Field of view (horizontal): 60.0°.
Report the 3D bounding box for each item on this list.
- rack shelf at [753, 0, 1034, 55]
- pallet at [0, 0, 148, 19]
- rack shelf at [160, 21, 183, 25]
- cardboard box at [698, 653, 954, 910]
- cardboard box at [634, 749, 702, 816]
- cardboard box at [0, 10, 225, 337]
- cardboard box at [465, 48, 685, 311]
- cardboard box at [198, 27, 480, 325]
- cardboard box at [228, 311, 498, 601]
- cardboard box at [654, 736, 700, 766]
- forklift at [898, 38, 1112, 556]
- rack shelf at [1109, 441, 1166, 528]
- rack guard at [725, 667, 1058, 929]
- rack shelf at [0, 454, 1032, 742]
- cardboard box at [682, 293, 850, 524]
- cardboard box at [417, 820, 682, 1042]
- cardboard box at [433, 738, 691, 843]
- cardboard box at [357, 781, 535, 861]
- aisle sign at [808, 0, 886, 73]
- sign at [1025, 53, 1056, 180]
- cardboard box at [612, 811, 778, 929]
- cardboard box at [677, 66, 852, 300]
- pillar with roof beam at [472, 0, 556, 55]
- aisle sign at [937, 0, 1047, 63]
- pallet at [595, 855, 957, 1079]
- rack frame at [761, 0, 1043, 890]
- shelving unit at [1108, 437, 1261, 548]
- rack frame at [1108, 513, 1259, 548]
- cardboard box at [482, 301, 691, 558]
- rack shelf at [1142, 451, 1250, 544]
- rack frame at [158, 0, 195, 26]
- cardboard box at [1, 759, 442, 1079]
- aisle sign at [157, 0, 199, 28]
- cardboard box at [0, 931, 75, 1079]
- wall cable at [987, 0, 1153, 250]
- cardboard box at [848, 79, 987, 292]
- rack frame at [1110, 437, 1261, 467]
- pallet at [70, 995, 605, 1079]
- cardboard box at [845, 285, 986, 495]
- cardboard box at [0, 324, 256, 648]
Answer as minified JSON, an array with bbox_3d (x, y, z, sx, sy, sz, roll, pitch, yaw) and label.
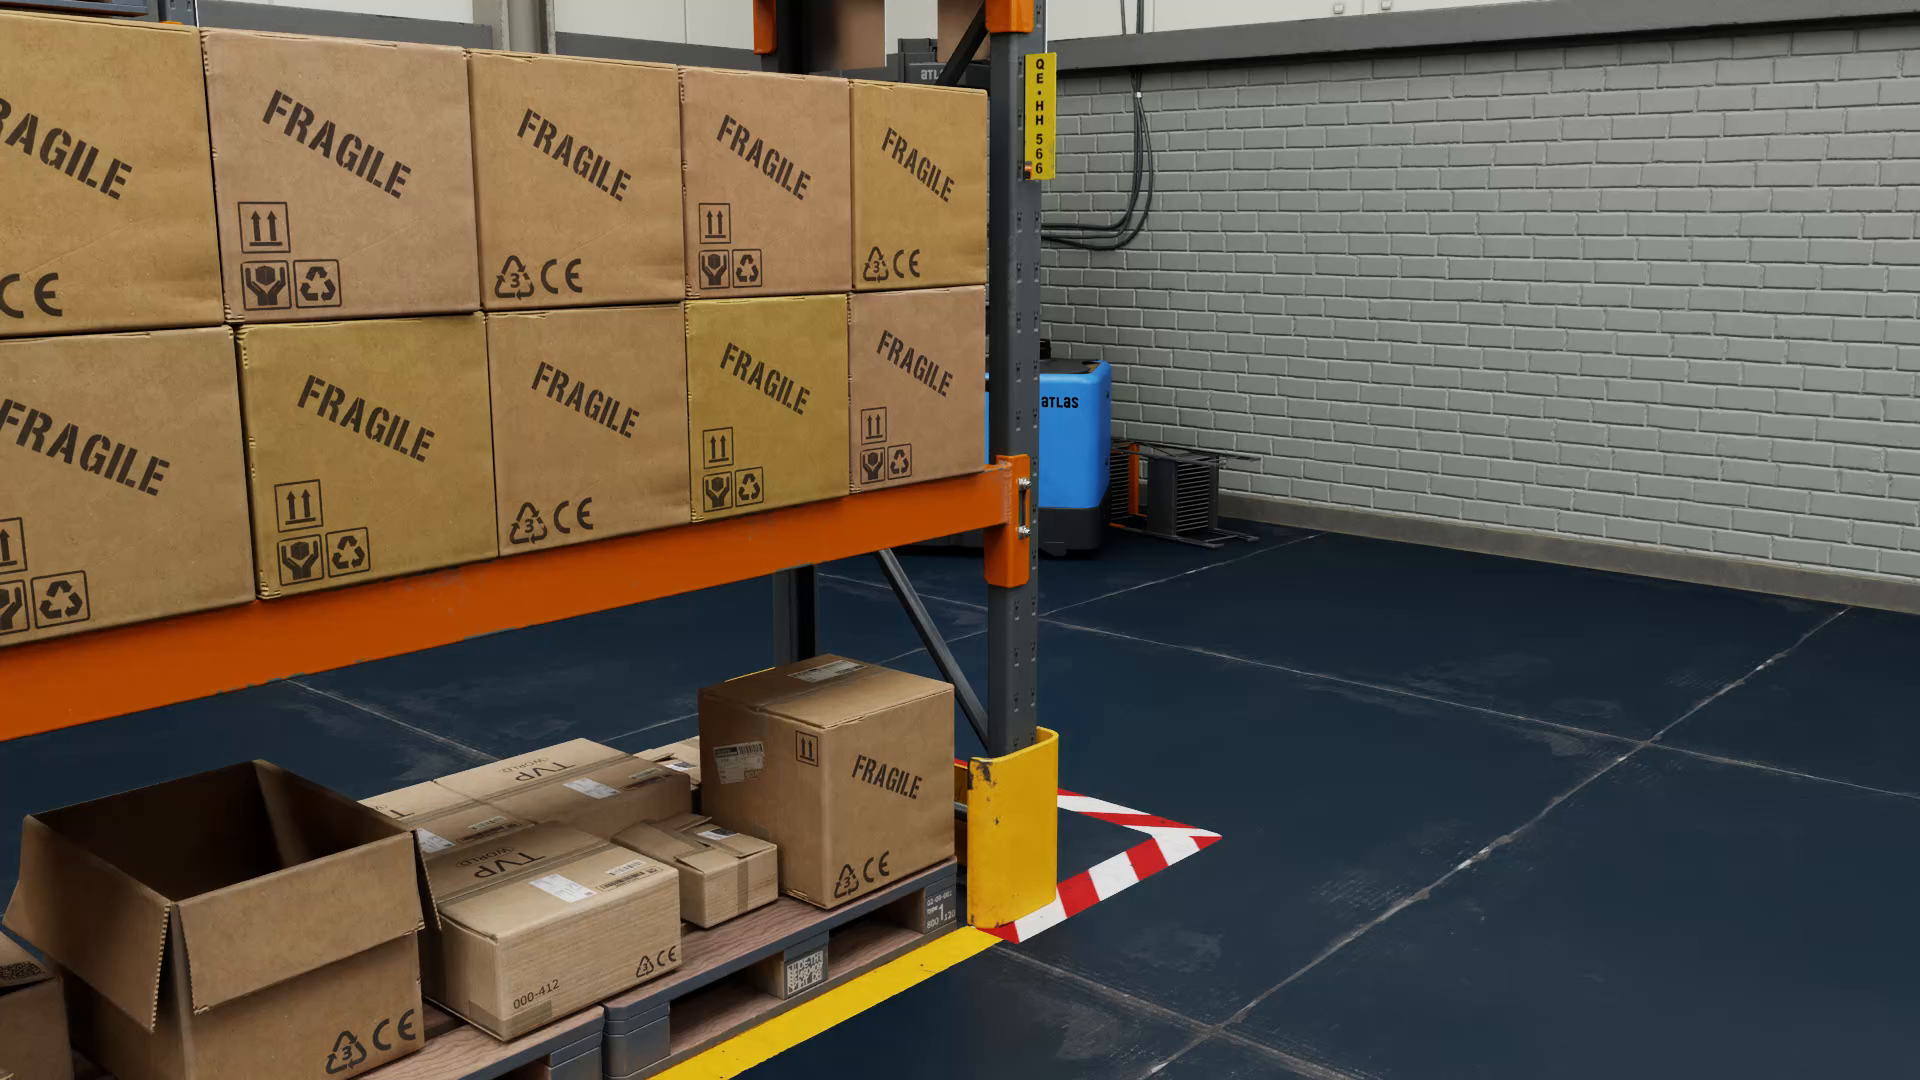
[{"bbox_3d":[-1.510,-1.302,3.247,1.077,0.370,4.000,10,15,40],"label":"rack shelf"},{"bbox_3d":[-4.395,-2.434,7.310,1.003,0.211,1.213,10,15,40],"label":"pallet"},{"bbox_3d":[-5.234,-1.941,6.451,1.077,0.370,4.000,10,15,40],"label":"rack shelf"},{"bbox_3d":[-0.364,0.644,4.586,0.500,0.500,0.500,10,15,40],"label":"cardboard box"},{"bbox_3d":[-0.890,0.750,4.908,0.380,0.166,0.250,10,15,40],"label":"cardboard box"},{"bbox_3d":[-1.628,-0.613,2.813,0.500,0.500,0.500,9,15,39],"label":"cardboard box"},{"bbox_3d":[-0.949,-0.765,3.573,0.500,0.500,0.500,10,15,42],"label":"cardboard box"},{"bbox_3d":[-1.288,-0.689,3.194,0.500,0.500,0.500,10,15,42],"label":"cardboard box"},{"bbox_3d":[-1.287,-0.202,3.309,0.500,0.500,0.500,9,15,40],"label":"cardboard box"},{"bbox_3d":[-0.725,0.722,5.094,0.380,0.149,0.250,10,15,40],"label":"cardboard box"},{"bbox_3d":[-0.614,-1.458,10.025,3.031,2.935,1.130,2,11,9],"label":"forklift"},{"bbox_3d":[1.012,-0.373,10.746,0.431,0.480,0.518,-9,14,-38],"label":"rack shelf"},{"bbox_3d":[-0.240,0.759,5.133,1.175,0.500,0.348,10,15,40],"label":"rack guard"},{"bbox_3d":[-1.510,0.169,3.541,1.077,0.370,4.000,10,15,40],"label":"rack shelf"},{"bbox_3d":[-0.621,-0.349,4.044,0.500,0.500,0.500,10,15,41],"label":"cardboard box"},{"bbox_3d":[-1.014,0.903,3.930,0.500,0.250,0.500,10,15,40],"label":"cardboard box"},{"bbox_3d":[-1.092,0.772,4.585,0.500,0.250,0.500,10,15,40],"label":"cardboard box"},{"bbox_3d":[-1.422,0.845,4.217,0.500,0.250,0.500,10,15,40],"label":"cardboard box"},{"bbox_3d":[-0.366,-1.800,4.930,0.394,0.787,0.004,10,15,40],"label":"aisle sign"},{"bbox_3d":[0.214,-1.126,4.426,0.100,0.325,0.005,10,15,40],"label":"sign"},{"bbox_3d":[-0.699,0.856,4.378,0.380,0.166,0.250,10,15,40],"label":"cardboard box"},{"bbox_3d":[-0.610,-0.841,3.958,0.500,0.500,0.500,10,15,42],"label":"cardboard box"},{"bbox_3d":[0.453,-4.012,7.322,9.100,9.000,0.400,10,15,40],"label":"pillar with roof beam"},{"bbox_3d":[0.085,-1.723,4.541,0.394,0.787,0.004,10,15,40],"label":"aisle sign"},{"bbox_3d":[-0.766,1.019,4.573,1.003,0.211,1.213,10,15,40],"label":"pallet"},{"bbox_3d":[-0.190,-0.478,4.944,1.000,3.000,0.127,10,15,40],"label":"rack frame"},{"bbox_3d":[1.004,-0.375,10.756,0.431,0.503,2.100,-9,14,-38],"label":"shelving unit"},{"bbox_3d":[1.005,-0.136,10.802,0.400,0.015,2.100,-9,14,-38],"label":"rack frame"},{"bbox_3d":[-0.954,-0.276,3.680,0.500,0.500,0.500,10,15,41],"label":"cardboard box"},{"bbox_3d":[1.450,-0.273,10.209,0.431,0.480,0.518,-9,14,-38],"label":"rack shelf"},{"bbox_3d":[-3.914,-1.118,8.148,1.000,3.000,0.127,10,15,40],"label":"rack frame"},{"bbox_3d":[-1.594,0.842,3.586,0.797,0.503,0.637,10,15,40],"label":"cardboard box"},{"bbox_3d":[-3.641,-2.364,7.752,0.394,0.787,0.004,10,15,40],"label":"aisle sign"},{"bbox_3d":[-2.172,0.983,3.374,0.500,0.311,0.500,10,15,40],"label":"cardboard box"},{"bbox_3d":[0.088,-3.323,11.799,3.097,2.526,0.112,10,15,40],"label":"wall cable"},{"bbox_3d":[-0.277,-0.916,4.330,0.500,0.500,0.500,10,15,40],"label":"cardboard box"},{"bbox_3d":[1.002,-0.615,10.710,0.400,0.015,2.100,-9,14,-38],"label":"rack frame"},{"bbox_3d":[-1.571,1.197,3.679,1.003,0.211,1.213,10,15,40],"label":"pallet"},{"bbox_3d":[-0.281,-0.426,4.428,0.500,0.500,0.500,10,15,42],"label":"cardboard box"},{"bbox_3d":[-1.622,-0.127,2.933,0.500,0.500,0.500,10,15,40],"label":"cardboard box"}]
